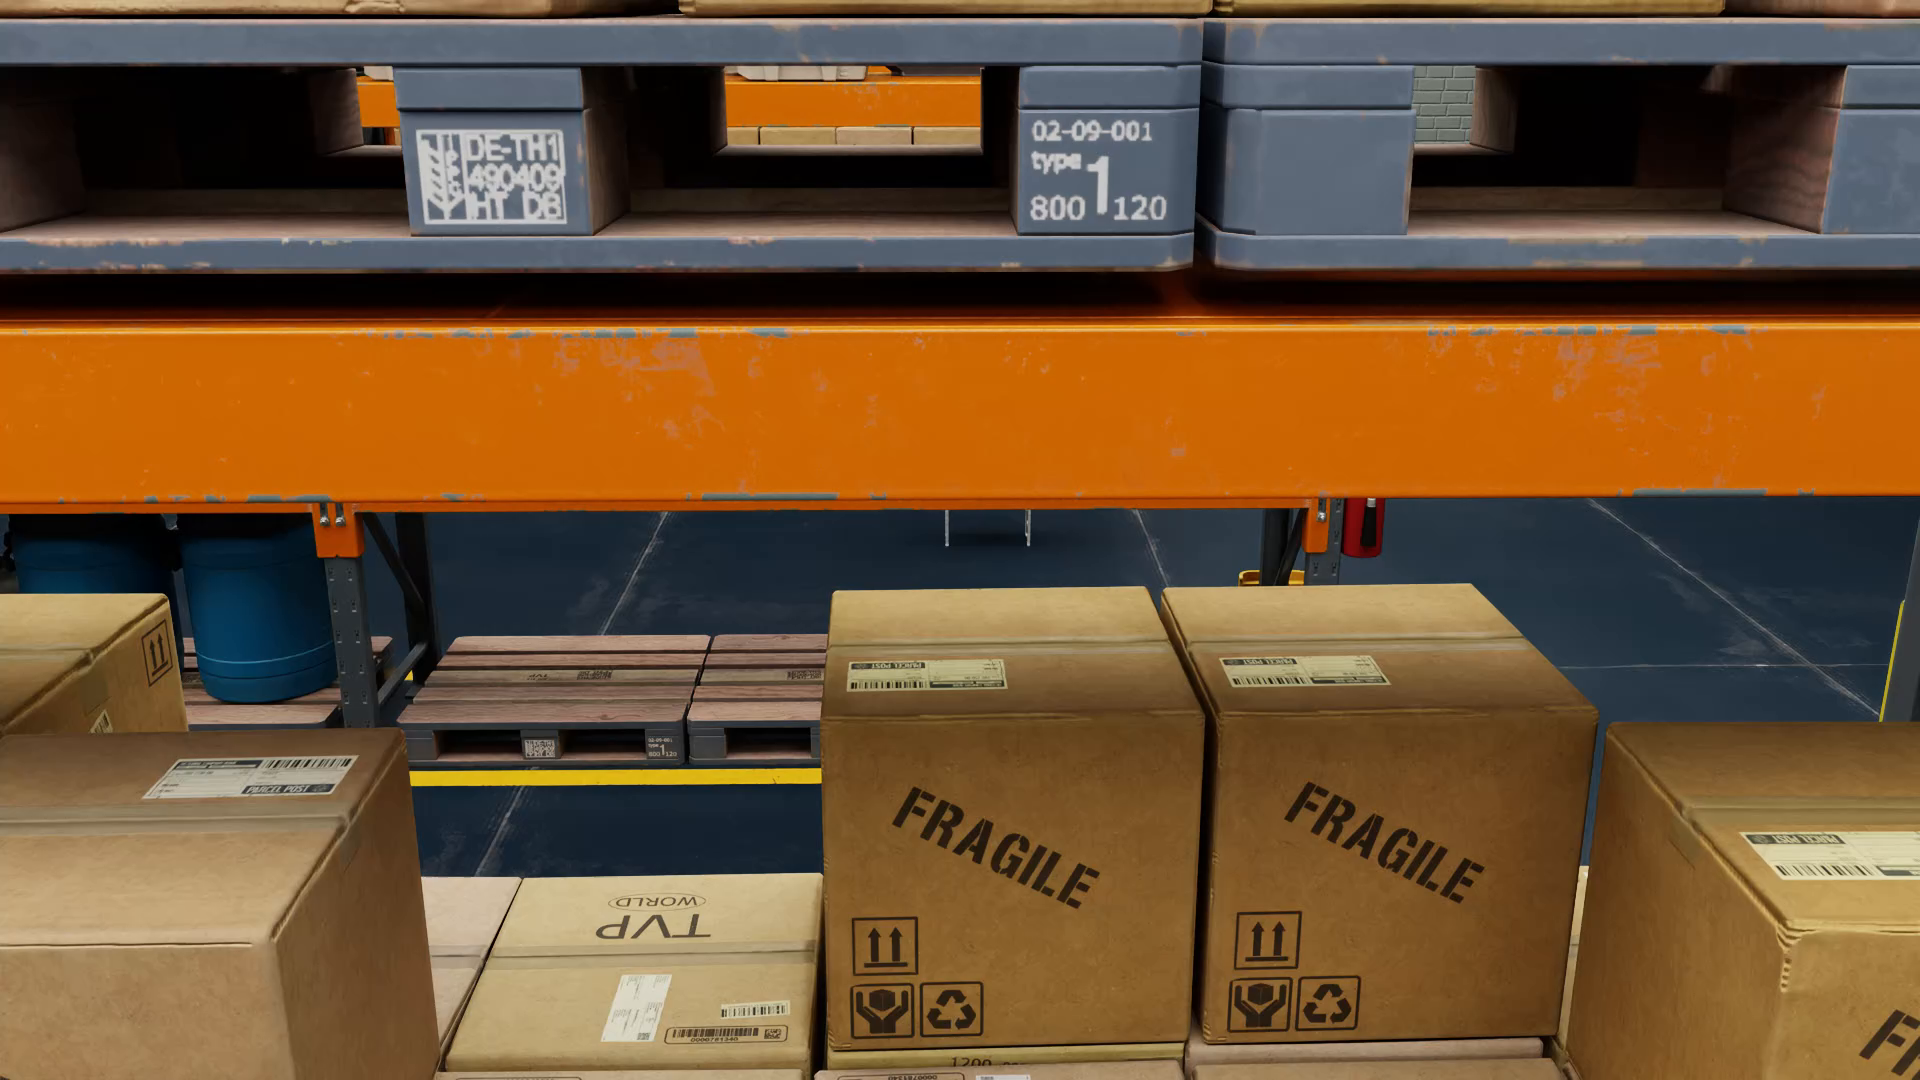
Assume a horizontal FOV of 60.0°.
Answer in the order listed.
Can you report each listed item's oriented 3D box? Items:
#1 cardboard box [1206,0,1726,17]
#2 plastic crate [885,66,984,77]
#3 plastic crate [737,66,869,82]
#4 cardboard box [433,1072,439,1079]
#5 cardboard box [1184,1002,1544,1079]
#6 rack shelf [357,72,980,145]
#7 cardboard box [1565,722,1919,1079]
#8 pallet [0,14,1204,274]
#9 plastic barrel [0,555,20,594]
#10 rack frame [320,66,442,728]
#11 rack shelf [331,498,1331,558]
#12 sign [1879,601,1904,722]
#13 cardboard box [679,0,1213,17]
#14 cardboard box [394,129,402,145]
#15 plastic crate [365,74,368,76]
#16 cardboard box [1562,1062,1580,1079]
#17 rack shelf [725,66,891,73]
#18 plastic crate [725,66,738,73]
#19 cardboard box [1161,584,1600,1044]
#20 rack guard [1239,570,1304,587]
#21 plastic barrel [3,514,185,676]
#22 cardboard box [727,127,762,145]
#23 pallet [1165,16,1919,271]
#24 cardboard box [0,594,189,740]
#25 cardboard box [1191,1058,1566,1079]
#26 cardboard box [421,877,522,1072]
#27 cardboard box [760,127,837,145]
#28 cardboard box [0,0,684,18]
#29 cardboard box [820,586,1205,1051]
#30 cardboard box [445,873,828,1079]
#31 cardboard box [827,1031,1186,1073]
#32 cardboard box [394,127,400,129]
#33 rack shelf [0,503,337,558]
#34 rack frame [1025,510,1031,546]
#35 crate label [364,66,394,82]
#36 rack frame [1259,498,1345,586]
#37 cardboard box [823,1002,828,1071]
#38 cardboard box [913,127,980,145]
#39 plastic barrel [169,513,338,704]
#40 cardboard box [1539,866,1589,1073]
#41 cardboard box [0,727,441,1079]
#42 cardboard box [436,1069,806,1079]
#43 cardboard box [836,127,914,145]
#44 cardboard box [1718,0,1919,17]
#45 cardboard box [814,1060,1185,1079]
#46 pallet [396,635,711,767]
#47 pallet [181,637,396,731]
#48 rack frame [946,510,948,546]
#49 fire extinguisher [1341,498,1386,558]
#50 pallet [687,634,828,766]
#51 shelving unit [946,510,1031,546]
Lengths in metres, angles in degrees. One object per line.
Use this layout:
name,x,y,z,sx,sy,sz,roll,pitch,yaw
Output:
cardboard box,0.477,-0.849,1.859,0.500,0.500,0.700,-1,18,-3
plastic crate,-0.049,-2.099,6.871,0.767,0.338,0.504,0,18,-1
plastic crate,-0.579,-1.840,6.395,0.530,0.136,0.437,0,18,-1
cardboard box,-0.949,0.911,2.056,0.500,0.250,0.500,0,18,1
cardboard box,0.557,0.743,2.578,0.500,0.250,0.500,0,18,-2
rack shelf,-0.517,-1.700,6.702,4.000,0.370,1.077,0,18,-1
cardboard box,1.078,0.545,1.970,0.500,0.500,0.500,0,18,0
pallet,-0.404,-0.483,1.878,1.213,0.211,1.003,0,18,-1
plastic barrel,-4.335,0.357,7.410,0.421,0.512,0.421,0,18,0
rack frame,-2.517,-0.604,7.020,0.127,3.000,1.000,0,18,-1
rack shelf,-0.517,-0.271,7.160,4.000,0.370,1.077,0,18,-1
sign,1.558,0.270,2.749,0.005,0.325,0.100,0,18,-1
cardboard box,-0.039,-0.832,1.806,0.500,0.500,0.700,-1,18,-5
cardboard box,-5.163,-3.735,16.098,0.500,0.500,0.500,0,18,-1
plastic crate,-2.098,-2.026,6.889,0.662,0.188,0.450,0,18,-1
cardboard box,1.081,0.902,2.082,0.500,0.250,0.500,-1,18,-2
rack shelf,-0.592,-3.212,11.418,4.000,0.370,1.077,0,18,-1
plastic crate,-0.738,-2.079,6.901,0.530,0.282,0.437,0,18,-1
cardboard box,0.577,0.384,2.470,0.500,0.500,0.500,-1,18,-2
rack guard,1.507,0.563,7.475,0.348,0.500,1.175,0,18,-1
plastic barrel,-3.769,0.196,7.274,0.708,0.901,0.600,0,18,-1
cardboard box,-1.600,-2.560,11.316,0.500,0.500,0.500,-1,18,-3
pallet,0.819,-0.490,1.899,1.213,0.211,1.003,0,18,-1
cardboard box,-1.482,0.396,2.433,0.500,0.500,0.500,0,18,0
cardboard box,0.573,0.905,2.075,0.500,0.250,0.500,-1,18,-2
cardboard box,-0.974,0.750,2.557,0.500,0.250,0.500,0,18,0
cardboard box,-1.086,-2.562,11.323,0.500,0.500,0.500,-1,18,-2
cardboard box,-0.594,-0.797,1.697,0.500,0.500,0.700,1,18,2
cardboard box,0.059,0.389,2.457,0.500,0.500,0.500,-1,18,-2
cardboard box,-0.467,0.749,2.561,0.500,0.250,0.500,-1,18,-2
cardboard box,0.055,0.745,2.574,0.500,0.250,0.500,-1,18,-3
cardboard box,-5.177,-4.096,15.996,0.500,0.250,0.500,0,18,0
rack shelf,-4.517,-0.252,7.100,4.000,0.370,1.077,0,18,-1
rack frame,0.409,-0.573,9.870,0.015,1.200,0.240,0,18,-1
crate label,-2.023,-1.821,6.335,0.466,0.136,0.293,0,18,-1
rack frame,1.483,-0.623,7.080,0.127,3.000,1.000,0,18,-1
cardboard box,-0.337,0.918,2.688,0.250,0.149,0.380,-1,18,-2
cardboard box,-0.056,-2.567,11.339,0.500,0.500,0.500,0,18,1
plastic barrel,-3.061,0.192,7.285,0.708,0.901,0.600,0,18,-1
cardboard box,1.077,0.739,2.592,0.500,0.250,0.500,-1,18,-2
cardboard box,-0.943,0.553,1.944,0.500,0.500,0.500,-1,18,-3
cardboard box,-0.456,0.911,2.056,0.500,0.250,0.500,0,18,-1
cardboard box,-0.569,-2.565,11.332,0.500,0.500,0.500,0,18,1
cardboard box,1.042,-0.815,1.753,0.500,0.500,0.700,-1,18,-4
cardboard box,0.064,0.907,2.067,0.500,0.250,0.500,-1,18,-3
pallet,-1.782,0.708,7.494,1.213,0.211,1.003,0,18,-1
pallet,-3.289,0.715,7.474,1.213,0.211,1.003,0,18,-1
rack frame,-0.078,-0.571,9.863,0.015,1.200,0.240,0,18,-1
fire extinguisher,1.641,-0.271,6.719,0.183,0.674,0.296,0,18,-1
pallet,-0.559,0.701,7.515,1.213,0.211,1.003,0,18,-1
shelving unit,0.166,-0.572,9.867,0.503,1.200,0.258,0,18,-1
